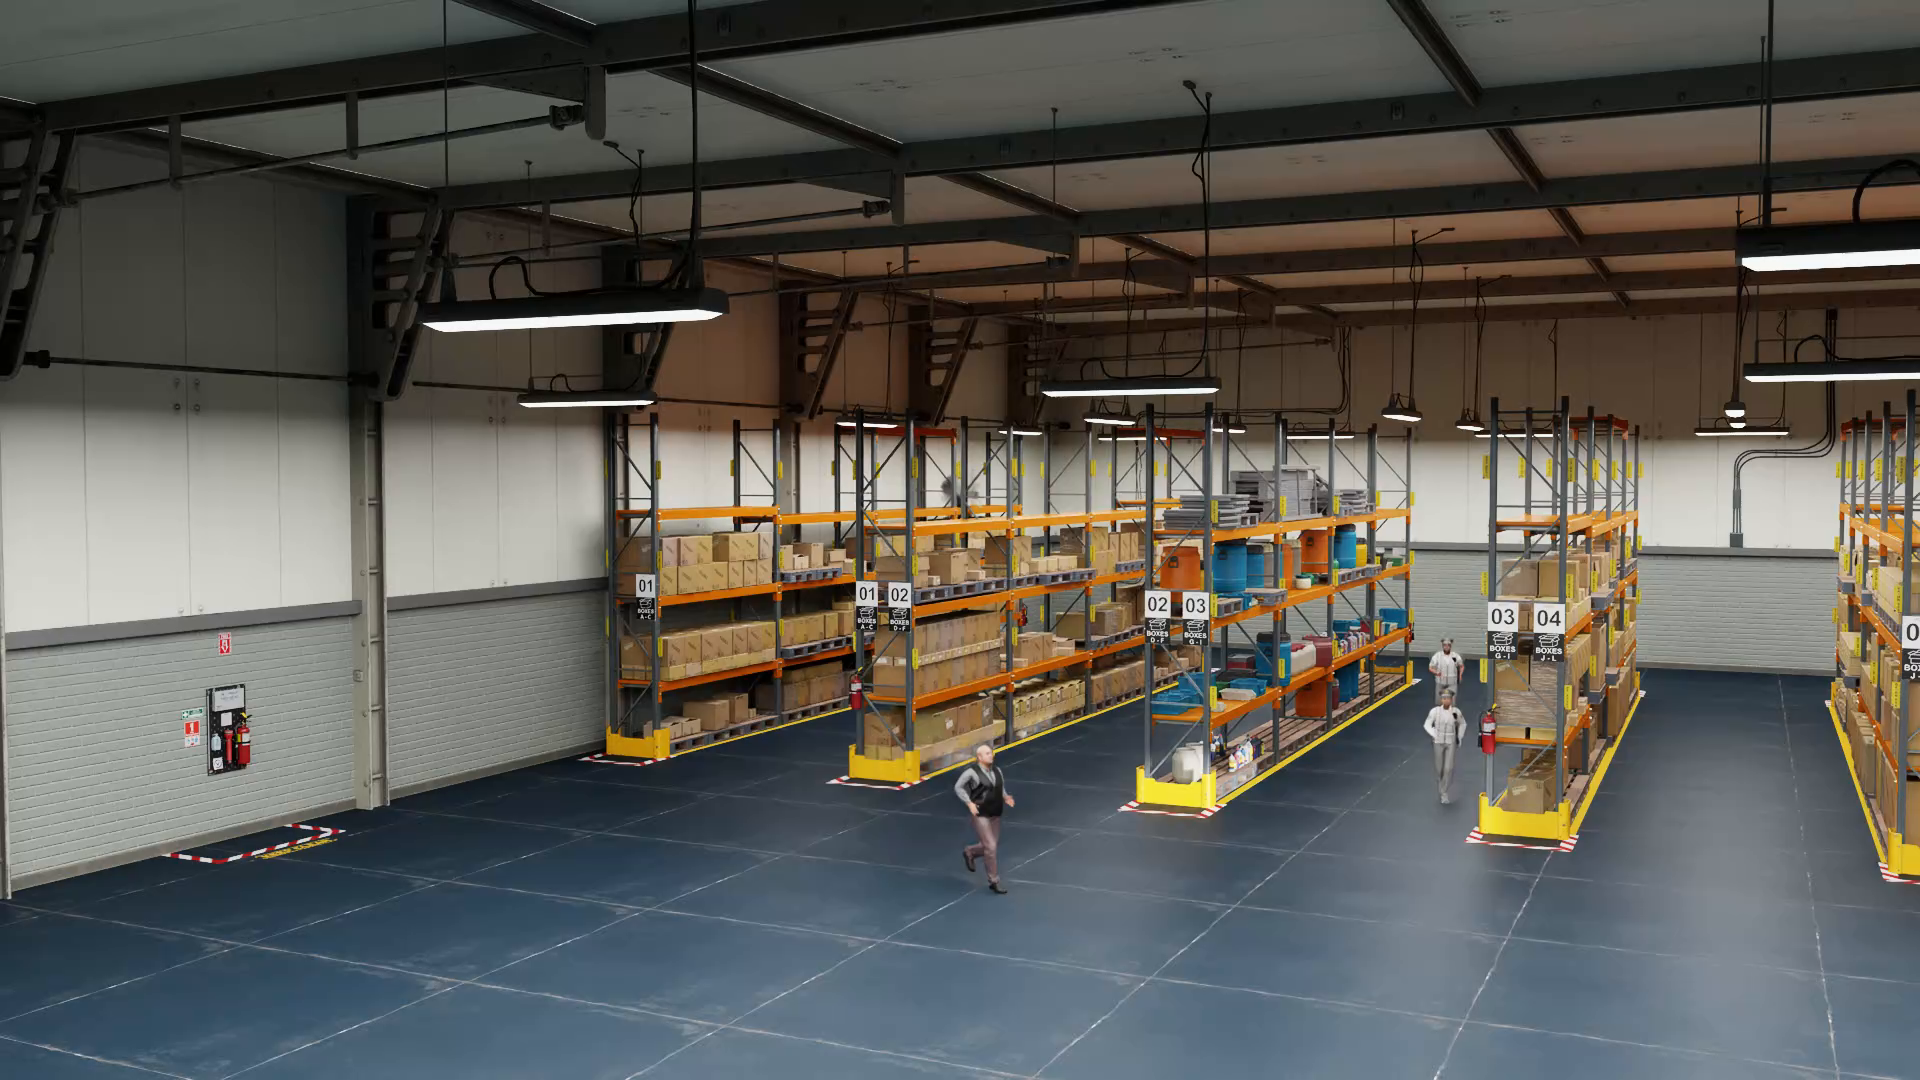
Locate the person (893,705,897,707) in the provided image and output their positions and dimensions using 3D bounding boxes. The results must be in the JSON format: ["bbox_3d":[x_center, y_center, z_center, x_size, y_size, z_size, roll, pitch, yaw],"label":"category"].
[{"bbox_3d":[-1.071,2.821,30.926,0.639,1.744,0.547,1,3,28],"label":"person"}]

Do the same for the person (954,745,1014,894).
[{"bbox_3d":[0.280,3.318,19.936,0.662,1.721,0.880,-2,3,-41],"label":"person"}]

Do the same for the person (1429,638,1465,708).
[{"bbox_3d":[9.480,2.765,32.368,0.674,1.746,0.817,1,2,14],"label":"person"}]

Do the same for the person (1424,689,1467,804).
[{"bbox_3d":[7.375,3.101,25.286,0.620,1.696,0.832,1,3,18],"label":"person"}]
